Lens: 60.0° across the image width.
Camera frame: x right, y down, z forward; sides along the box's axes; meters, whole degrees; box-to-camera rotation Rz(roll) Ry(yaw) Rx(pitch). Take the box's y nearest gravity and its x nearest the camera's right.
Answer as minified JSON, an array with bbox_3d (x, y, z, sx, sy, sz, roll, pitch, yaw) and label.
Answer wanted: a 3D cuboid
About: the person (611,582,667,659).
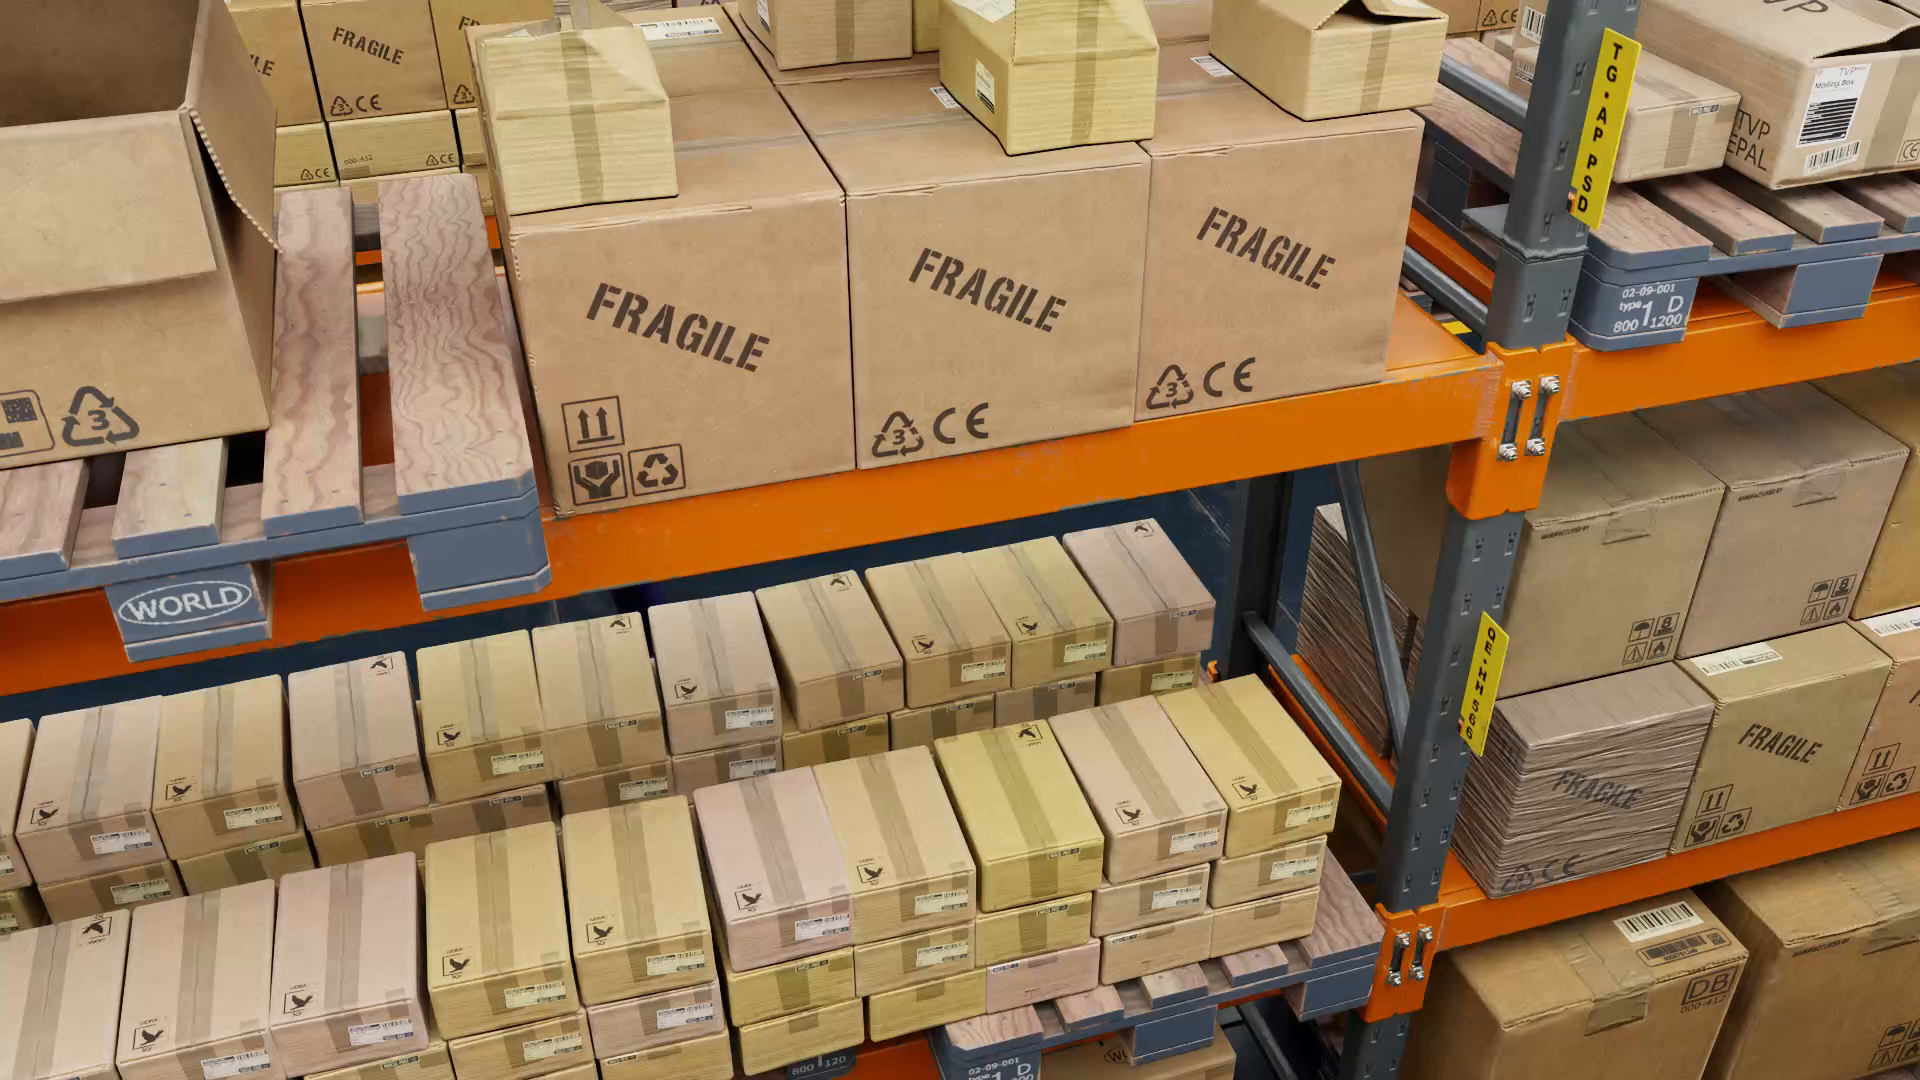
[{"bbox_3d":[-1.383,-0.197,6.458,0.523,1.637,0.453,-9,35,-14],"label":"person"}]
